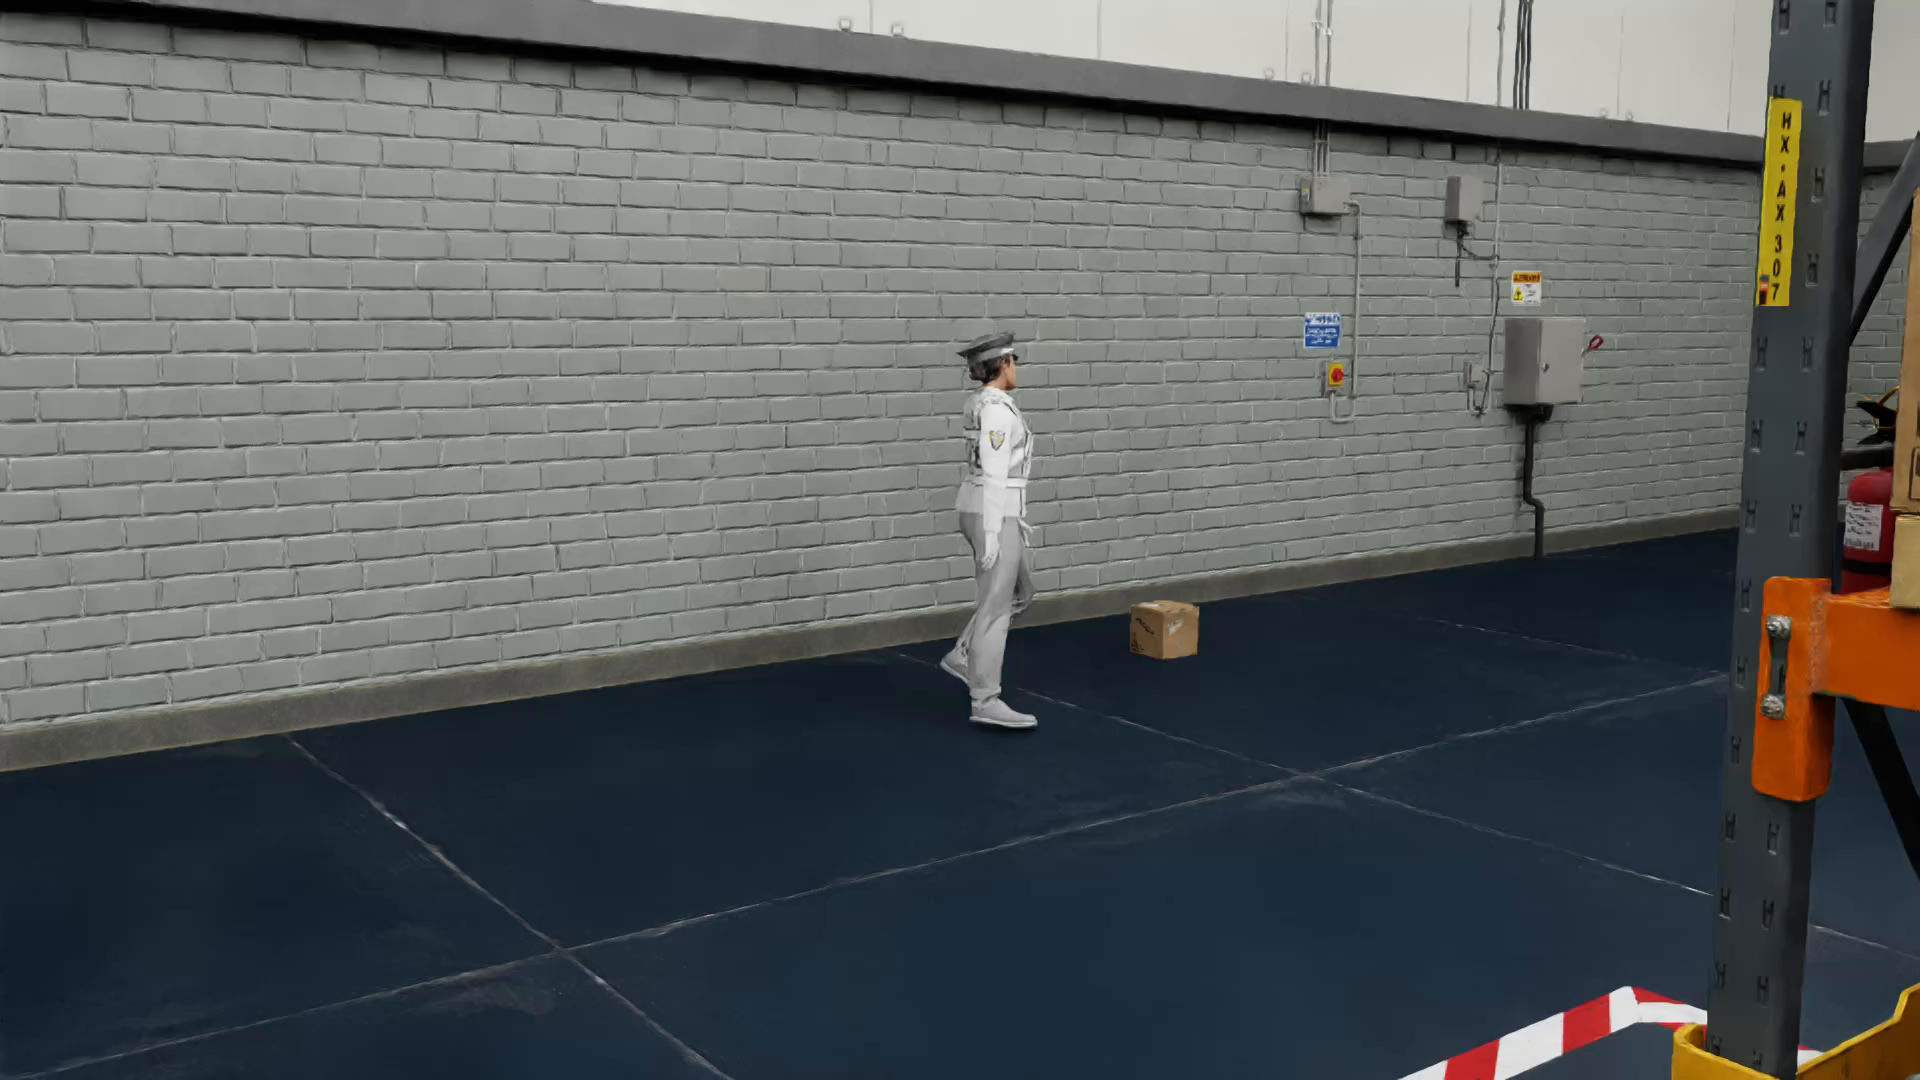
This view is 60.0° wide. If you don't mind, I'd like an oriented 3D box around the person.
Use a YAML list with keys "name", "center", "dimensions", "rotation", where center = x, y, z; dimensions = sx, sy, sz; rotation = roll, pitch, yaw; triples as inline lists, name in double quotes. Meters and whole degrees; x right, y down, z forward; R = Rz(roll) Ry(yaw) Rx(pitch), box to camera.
- name: "person"
  center: [0.171, -0.058, 7.149]
  dimensions: [0.437, 1.664, 0.606]
  rotation: [-2, 8, -13]
